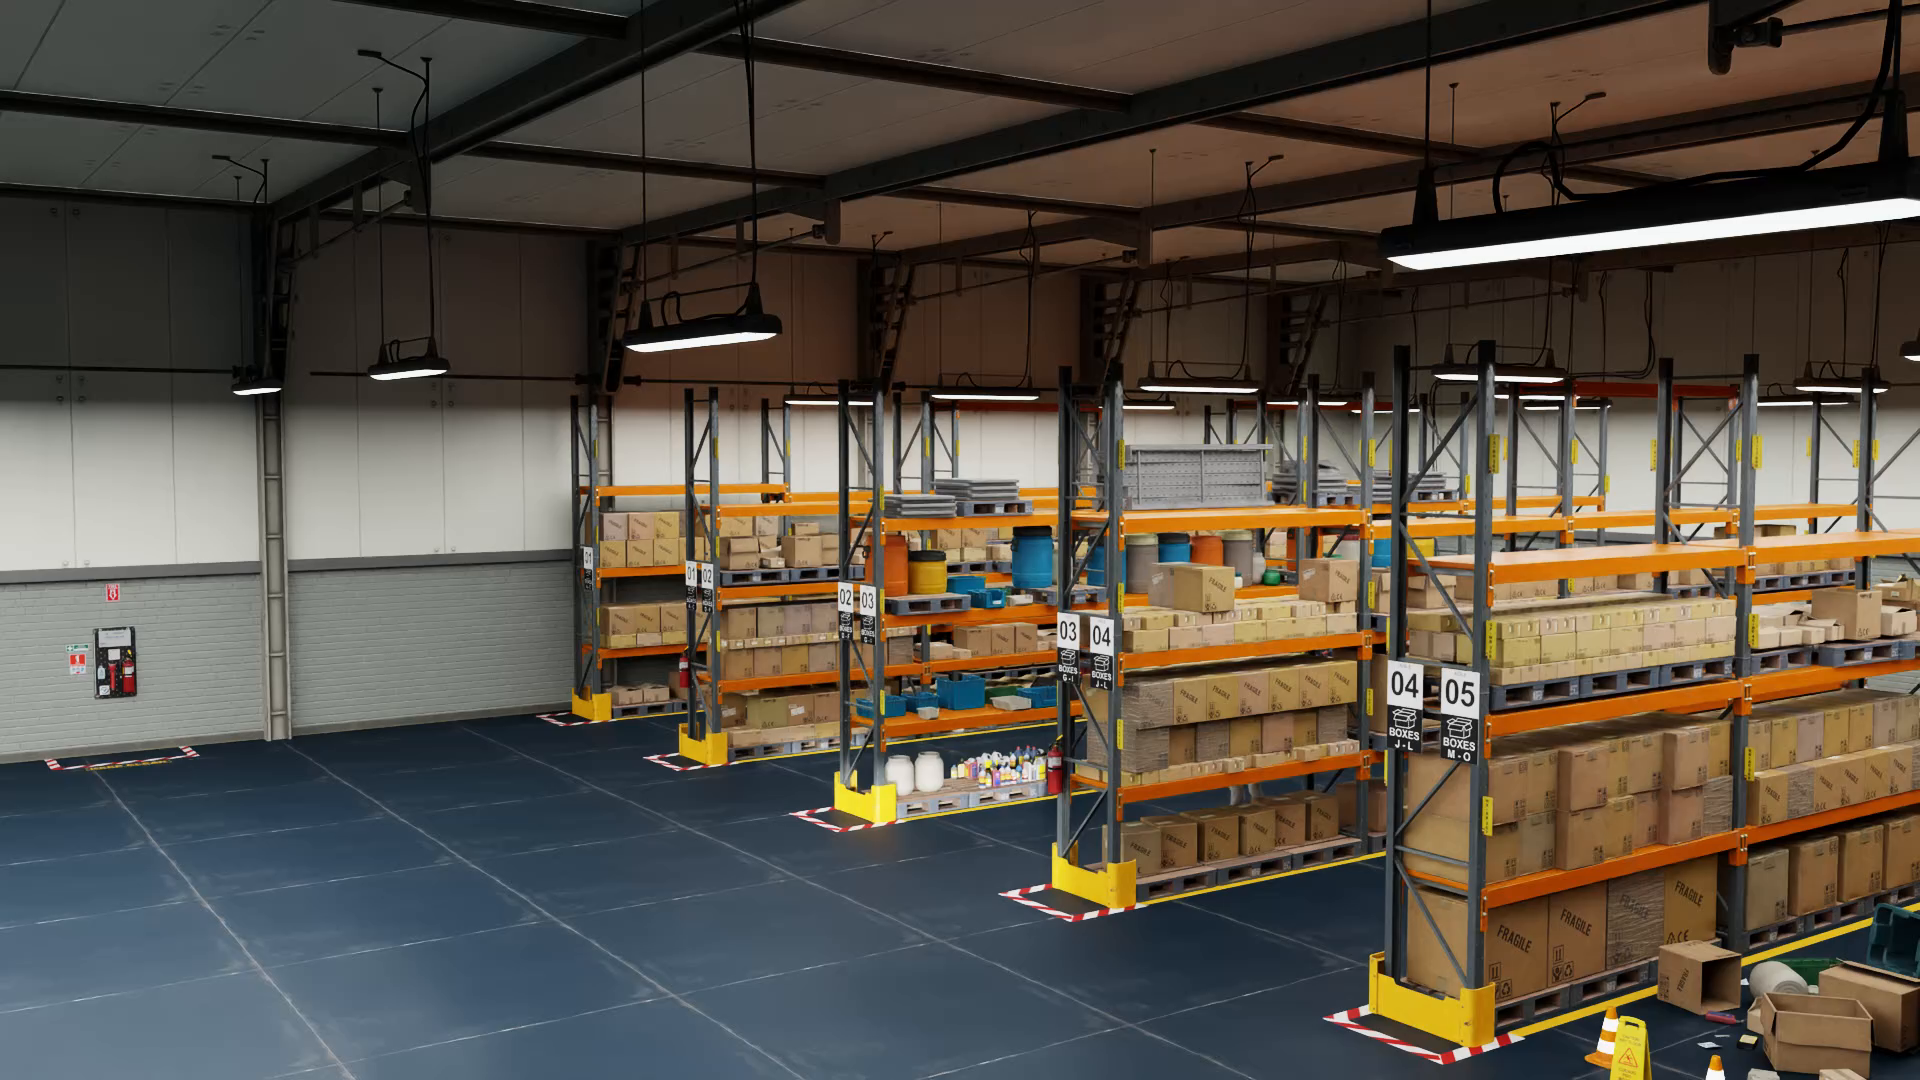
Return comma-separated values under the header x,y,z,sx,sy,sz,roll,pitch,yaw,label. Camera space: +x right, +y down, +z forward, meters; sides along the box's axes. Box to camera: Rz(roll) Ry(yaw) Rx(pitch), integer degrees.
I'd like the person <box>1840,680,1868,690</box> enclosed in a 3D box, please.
x,y,z,sx,sy,sz,roll,pitch,yaw,label
13.752,2.804,25.407,0.690,1.664,0.753,-2,4,-26,person

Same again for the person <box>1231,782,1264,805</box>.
x,y,z,sx,sy,sz,roll,pitch,yaw,label
3.837,2.998,22.294,0.616,1.701,0.504,-1,4,-16,person
